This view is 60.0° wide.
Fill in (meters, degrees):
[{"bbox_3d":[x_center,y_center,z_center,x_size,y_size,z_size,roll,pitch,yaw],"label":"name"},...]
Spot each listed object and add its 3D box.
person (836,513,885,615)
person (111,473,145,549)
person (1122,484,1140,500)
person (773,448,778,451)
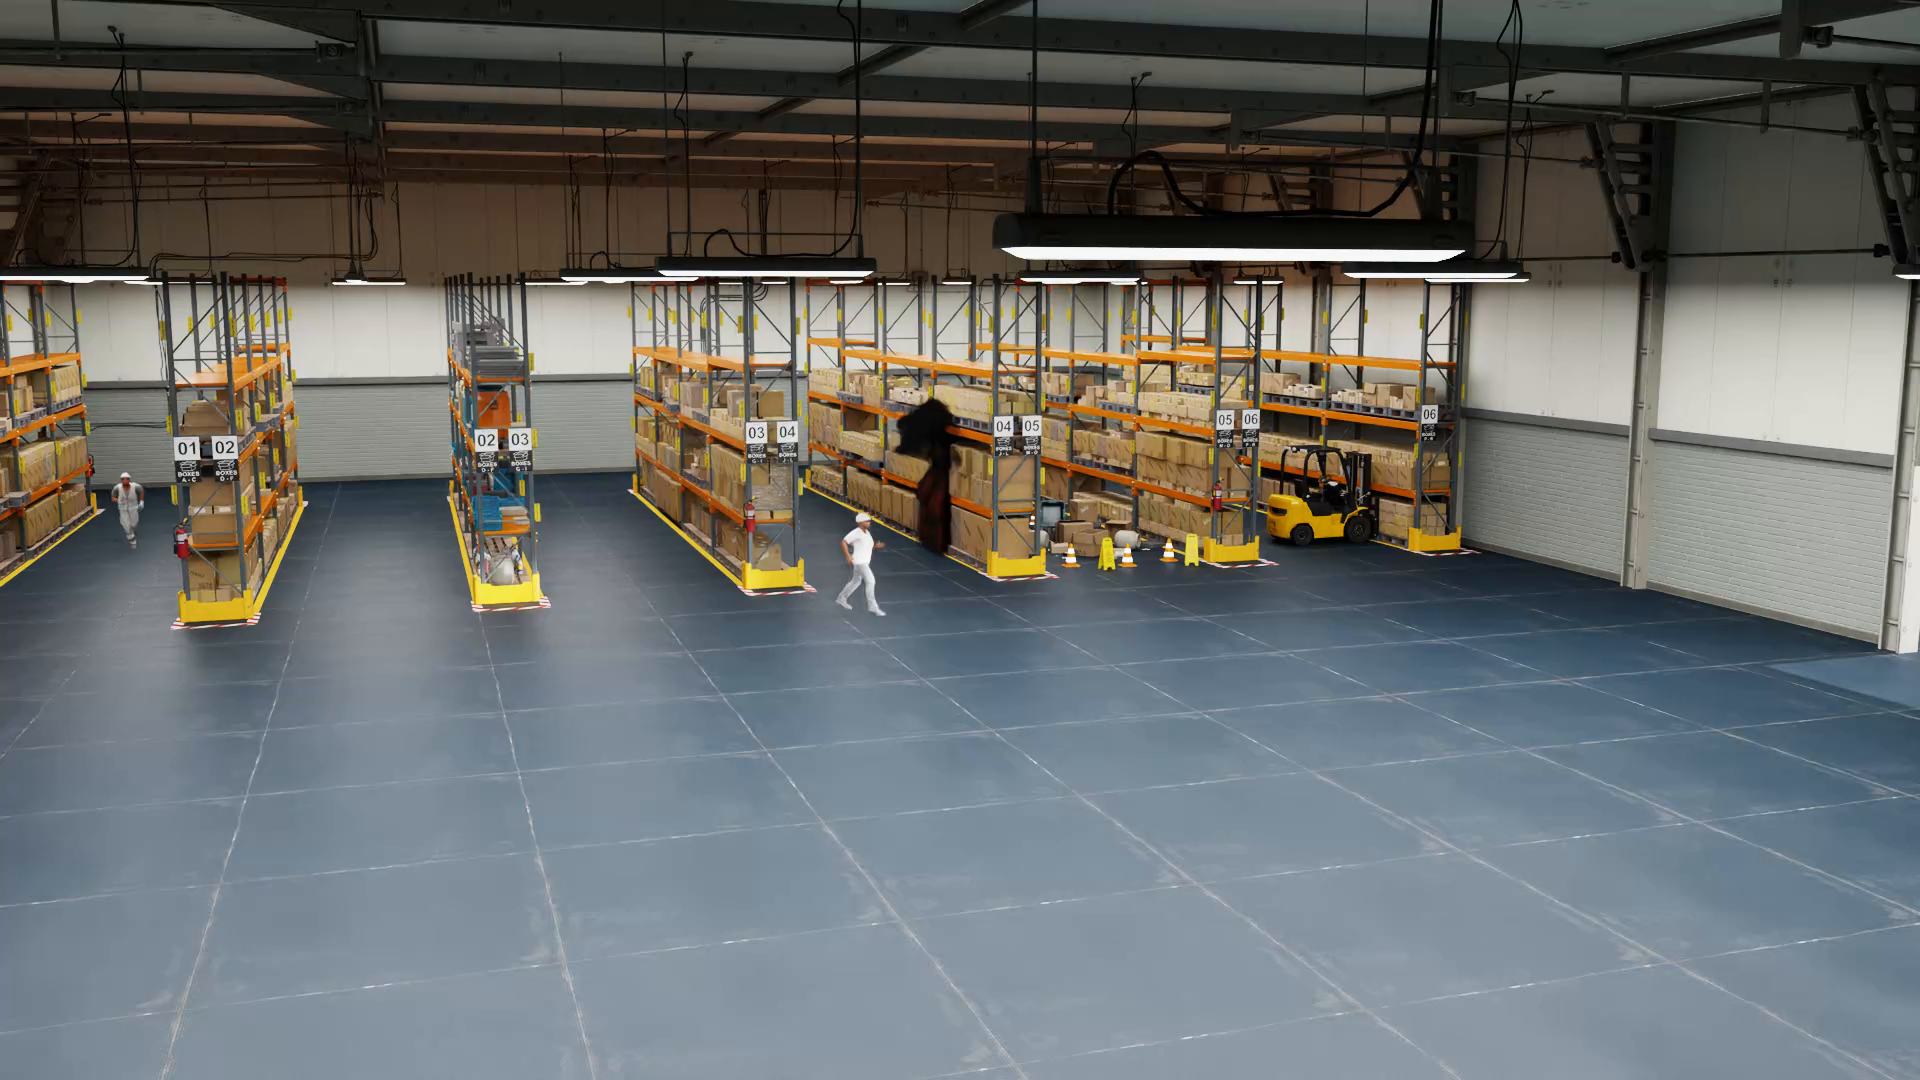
[{"bbox_3d":[-1.760,0.418,29.332,0.907,1.799,0.683,1,9,9],"label":"person"},{"bbox_3d":[-18.359,-0.641,36.738,0.649,1.723,0.720,-4,9,-22],"label":"person"},{"bbox_3d":[4.475,-1.676,43.366,0.708,1.732,0.735,-3,9,-16],"label":"person"},{"bbox_3d":[-5.237,-2.356,48.685,0.585,1.556,0.615,6,10,33],"label":"person"}]
